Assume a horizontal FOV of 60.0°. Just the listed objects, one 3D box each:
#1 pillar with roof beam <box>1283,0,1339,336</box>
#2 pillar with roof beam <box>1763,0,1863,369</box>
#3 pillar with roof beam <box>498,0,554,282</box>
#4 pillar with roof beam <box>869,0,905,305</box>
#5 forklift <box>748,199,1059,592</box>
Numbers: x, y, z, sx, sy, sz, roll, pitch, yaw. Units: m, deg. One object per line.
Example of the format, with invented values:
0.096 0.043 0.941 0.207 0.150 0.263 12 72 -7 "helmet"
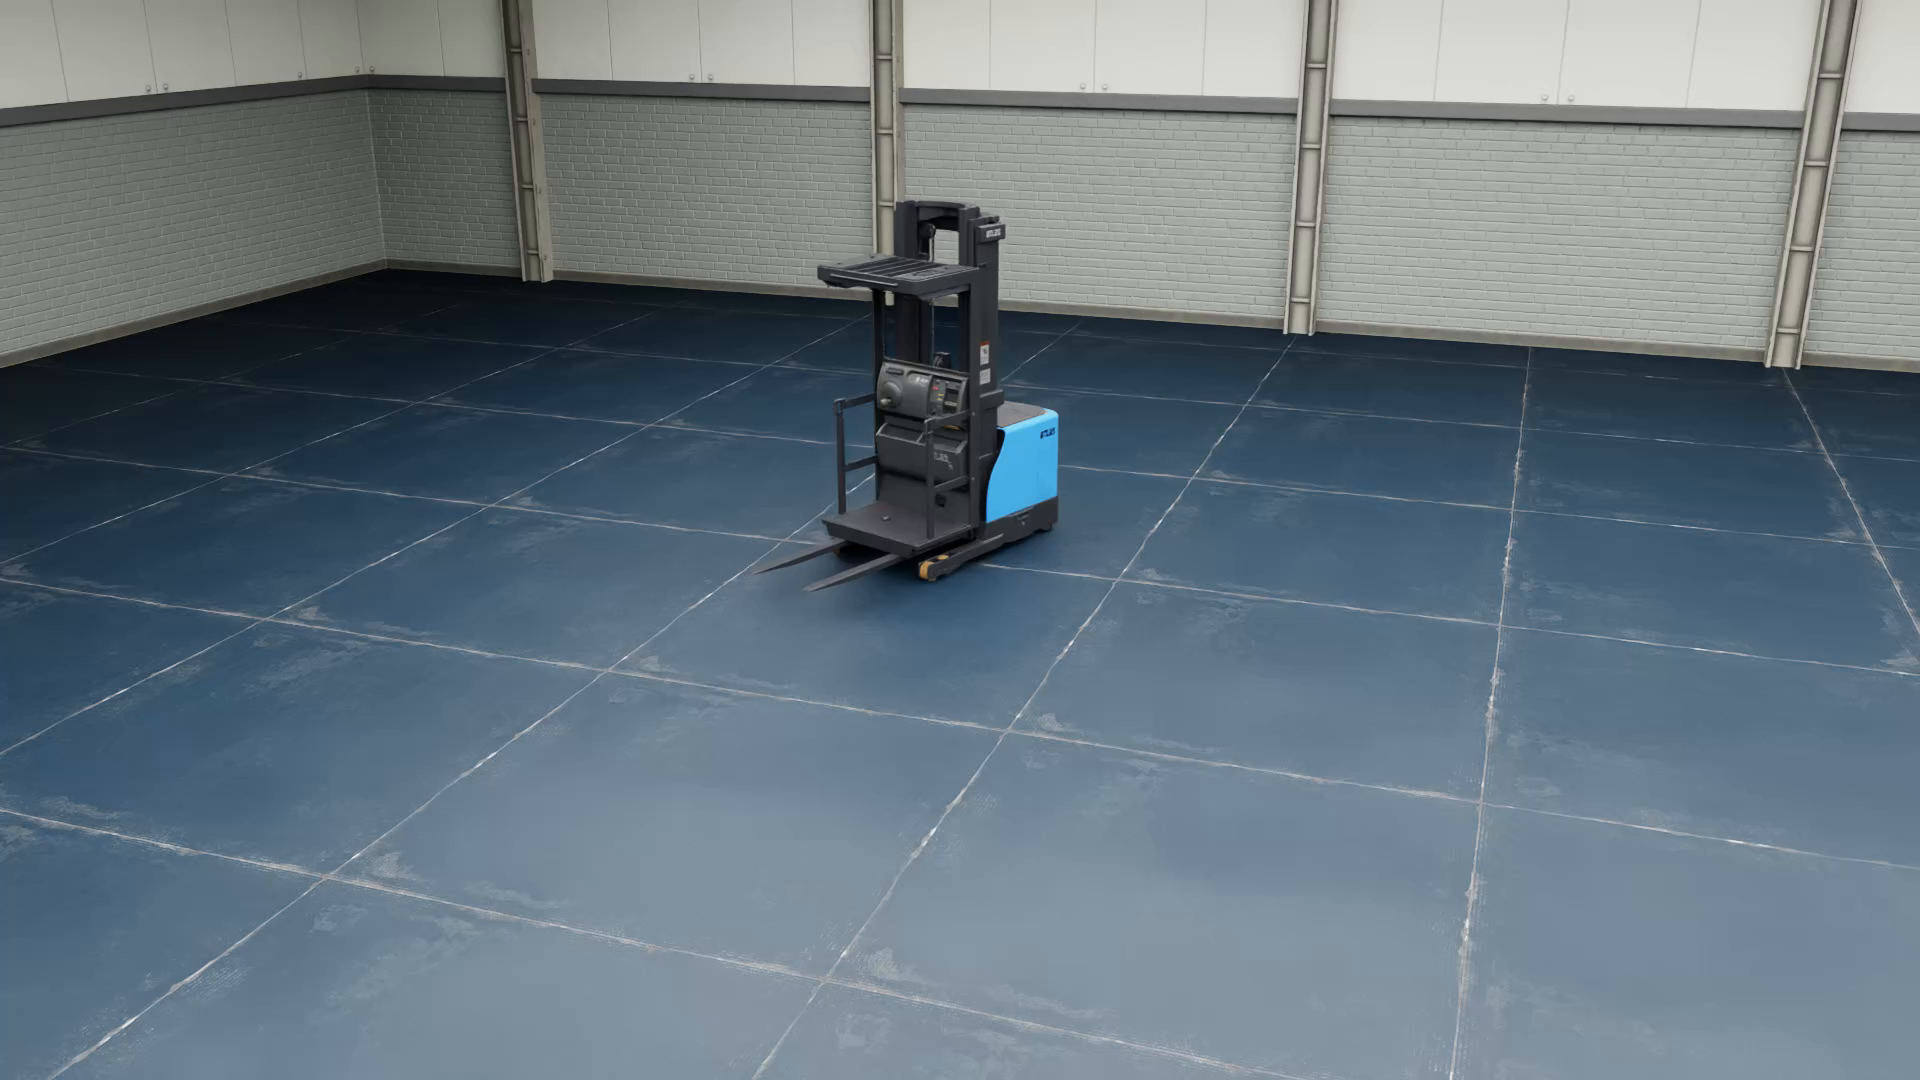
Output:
3.222 -5.748 17.395 0.400 9.000 9.100 7 20 18 "pillar with roof beam"
8.890 -5.100 15.536 0.400 9.000 9.100 7 20 18 "pillar with roof beam"
-8.113 -7.044 21.114 0.400 9.000 9.100 7 20 18 "pillar with roof beam"
-2.446 -6.396 19.255 0.400 9.000 9.100 7 20 18 "pillar with roof beam"
-0.452 -1.230 13.652 1.130 2.935 3.031 15 24 37 "forklift"
